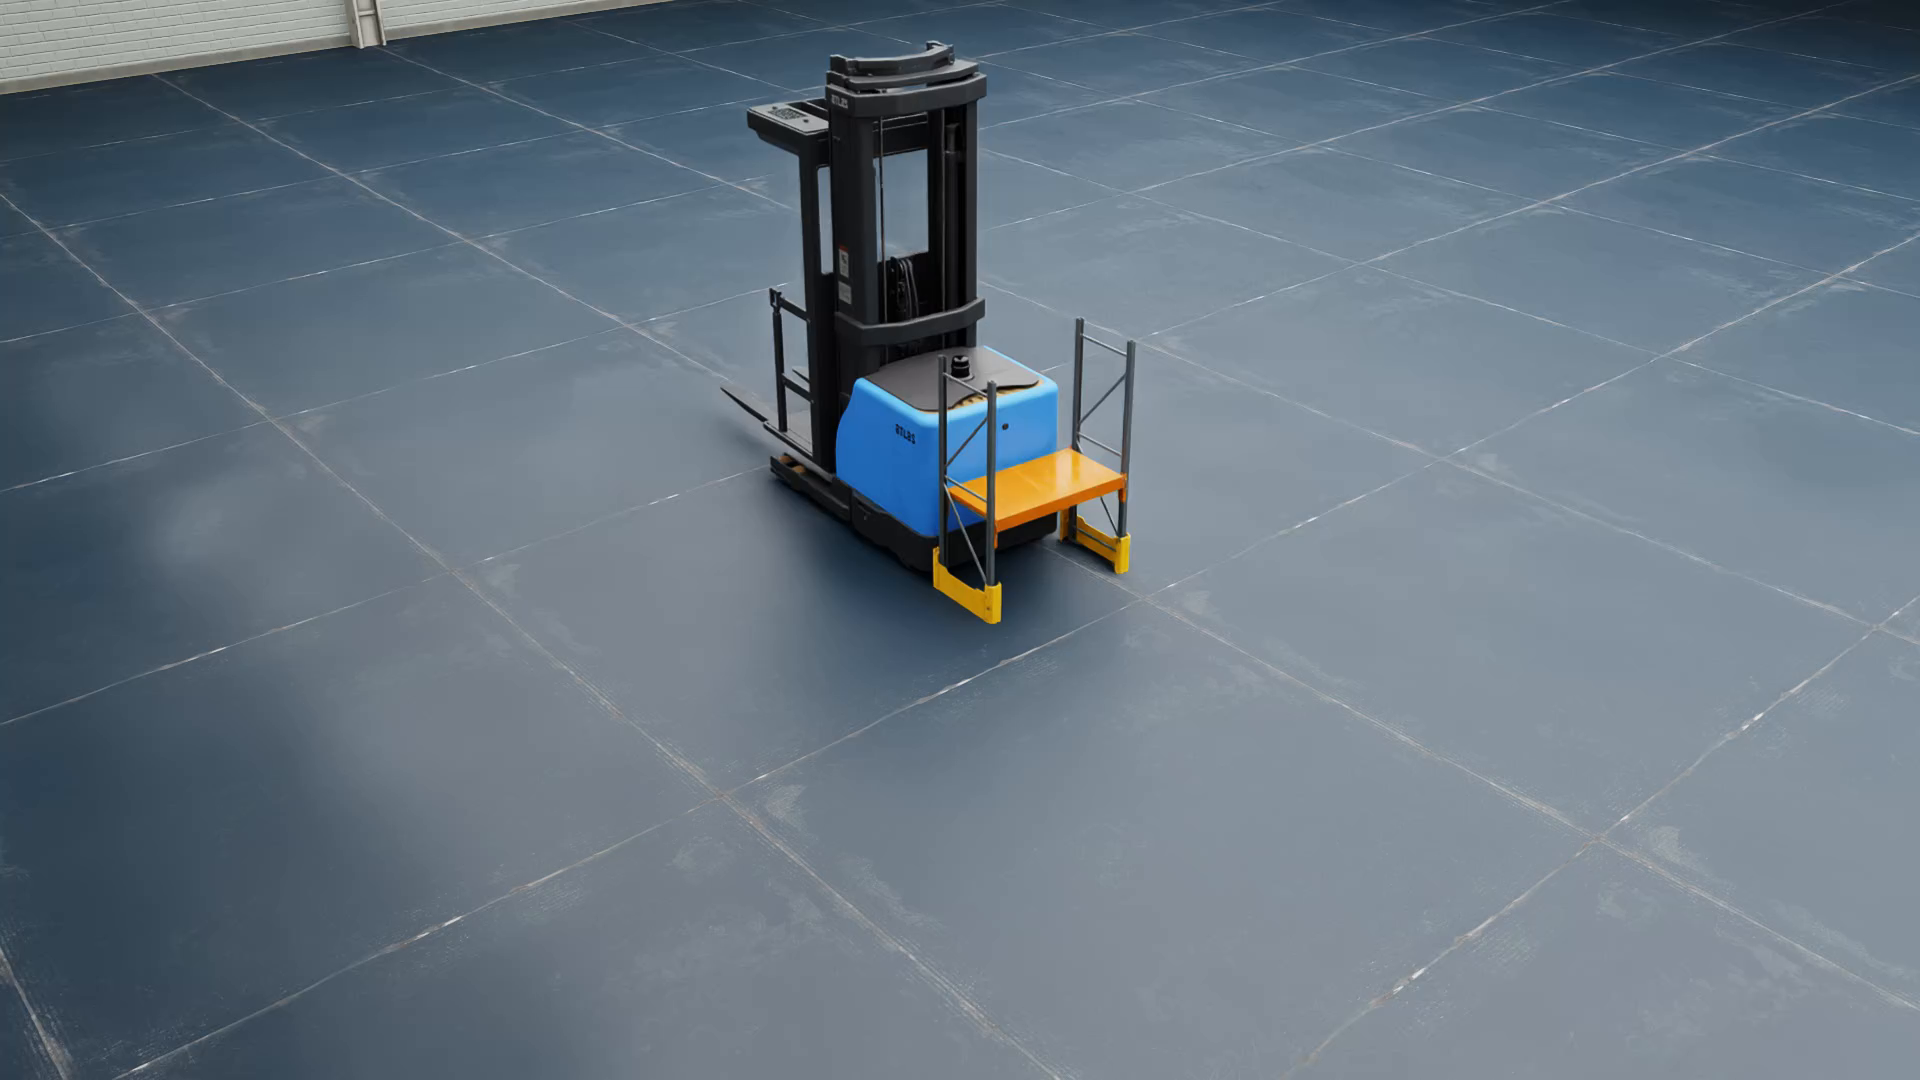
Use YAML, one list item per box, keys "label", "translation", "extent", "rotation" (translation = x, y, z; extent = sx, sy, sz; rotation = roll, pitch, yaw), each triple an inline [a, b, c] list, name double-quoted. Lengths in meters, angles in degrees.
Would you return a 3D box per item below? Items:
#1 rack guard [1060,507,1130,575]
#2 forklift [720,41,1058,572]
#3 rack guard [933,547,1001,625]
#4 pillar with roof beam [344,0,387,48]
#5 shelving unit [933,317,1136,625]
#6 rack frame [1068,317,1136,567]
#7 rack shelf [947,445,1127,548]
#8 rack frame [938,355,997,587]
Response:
- label: "rack guard"
  translation: [0.836, -0.016, 10.373]
  extent: [0.087, 0.250, 0.587]
  rotation: [-19, 34, -32]
- label: "forklift"
  translation: [-0.635, -1.743, 10.760]
  extent: [1.130, 2.935, 3.031]
  rotation: [-18, 33, -30]
- label: "rack guard"
  translation: [0.038, 0.265, 9.847]
  extent: [0.087, 0.250, 0.587]
  rotation: [-19, 34, -32]
- label: "pillar with roof beam"
  translation: [-5.718, -9.558, 18.946]
  extent: [0.400, 9.000, 9.100]
  rotation: [-22, 35, -35]
- label: "shelving unit"
  translation: [0.437, -0.427, 9.815]
  extent: [1.083, 1.500, 0.587]
  rotation: [-19, 34, -32]
- label: "rack frame"
  translation: [0.851, -0.573, 10.089]
  extent: [0.032, 1.500, 0.500]
  rotation: [-19, 34, -32]
- label: "rack shelf"
  translation: [0.444, -0.271, 9.905]
  extent: [1.000, 0.185, 0.538]
  rotation: [-19, 34, -32]
- label: "rack frame"
  translation: [0.037, -0.286, 9.552]
  extent: [0.032, 1.500, 0.500]
  rotation: [-19, 34, -32]
